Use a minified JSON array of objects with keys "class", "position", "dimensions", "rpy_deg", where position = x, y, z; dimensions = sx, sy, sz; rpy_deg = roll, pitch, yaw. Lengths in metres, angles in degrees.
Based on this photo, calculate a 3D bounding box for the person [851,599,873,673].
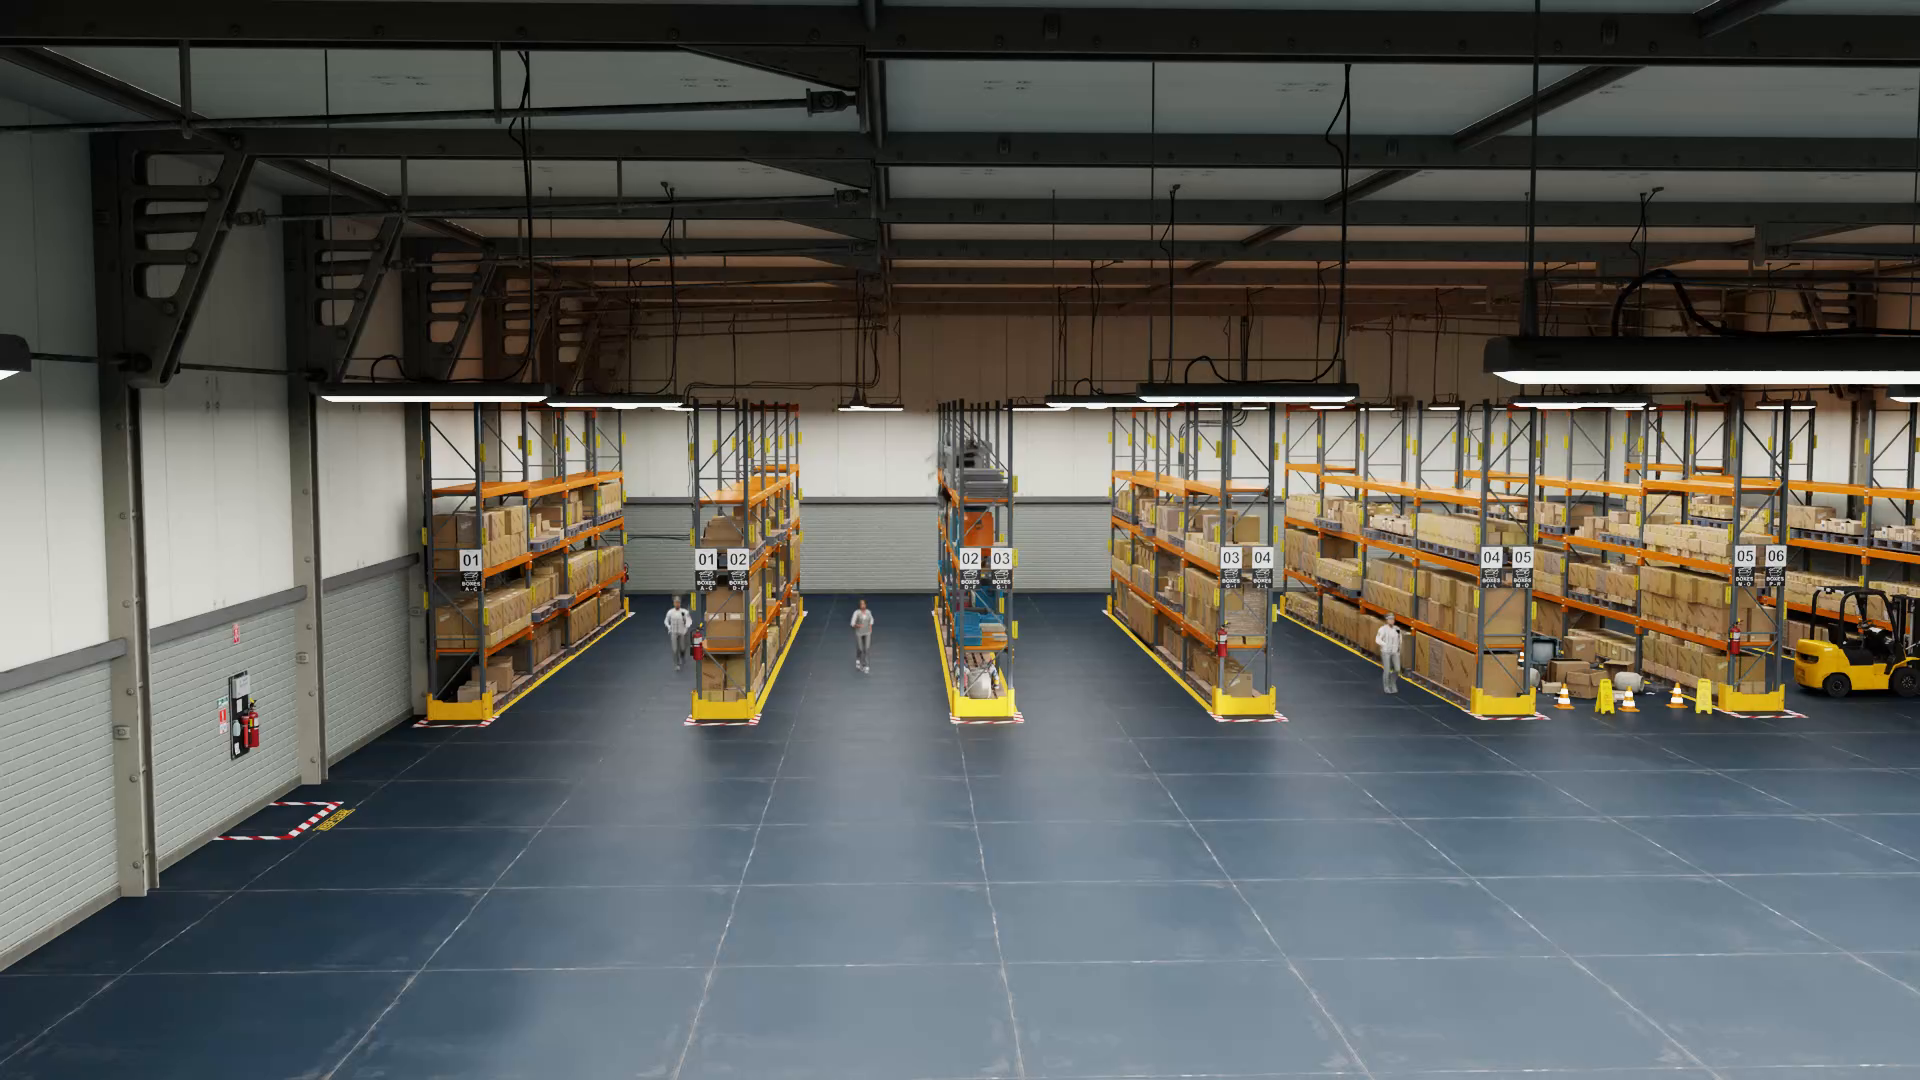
[{"class":"person","position":[-2.152,2.105,36.818],"dimensions":[0.543,1.586,0.849],"rpy_deg":[-1,5,-16]}]

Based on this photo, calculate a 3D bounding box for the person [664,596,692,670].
[{"class":"person","position":[-6.301,2.077,37.134],"dimensions":[0.611,1.649,0.555],"rpy_deg":[-1,4,-8]}]

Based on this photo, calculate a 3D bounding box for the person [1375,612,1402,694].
[{"class":"person","position":[8.787,2.308,33.960],"dimensions":[0.609,1.677,0.627],"rpy_deg":[0,4,-3]}]
